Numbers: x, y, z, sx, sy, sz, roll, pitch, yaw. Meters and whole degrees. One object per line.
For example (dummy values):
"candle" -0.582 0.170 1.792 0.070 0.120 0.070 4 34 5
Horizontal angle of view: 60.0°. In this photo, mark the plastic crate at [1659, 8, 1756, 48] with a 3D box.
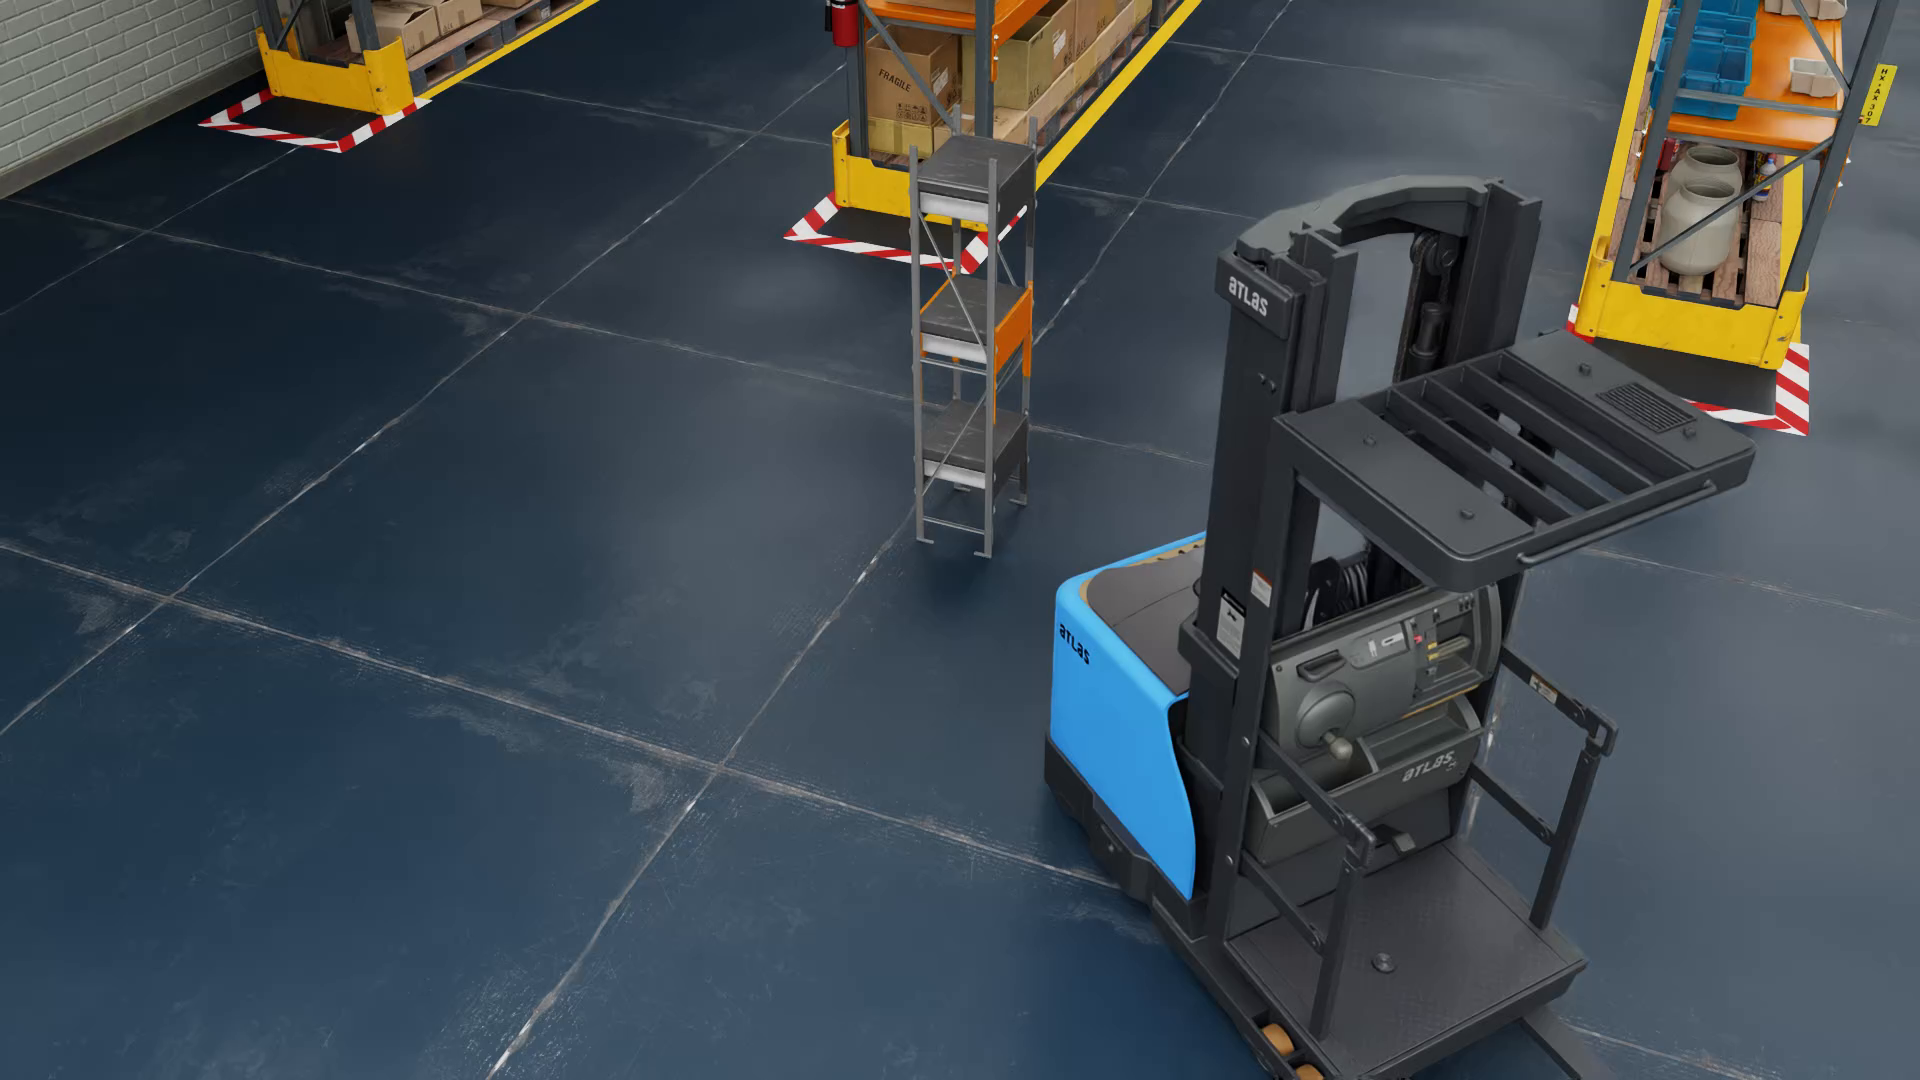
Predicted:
"plastic crate" 4.481 -3.001 9.985 0.499 0.251 0.408 14 39 18

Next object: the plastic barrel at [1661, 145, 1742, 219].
"plastic barrel" 4.685 -2.188 10.500 0.421 0.512 0.421 0 37 0

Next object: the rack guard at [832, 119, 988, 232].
"rack guard" -0.274 -2.473 11.242 1.175 0.500 0.348 14 39 18

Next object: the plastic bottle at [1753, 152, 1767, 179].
"plastic bottle" 5.423 -2.563 11.186 0.097 0.271 0.097 0 37 0

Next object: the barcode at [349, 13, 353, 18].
"barcode" -4.864 -4.180 13.309 0.001 0.075 0.075 14 39 18

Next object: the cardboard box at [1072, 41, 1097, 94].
"cardboard box" 0.718 -3.630 12.649 0.500 0.250 0.500 14 39 18

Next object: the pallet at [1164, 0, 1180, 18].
"pallet" 1.502 -5.002 14.867 1.003 0.211 1.213 14 39 18

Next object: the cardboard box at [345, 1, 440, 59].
"cardboard box" -4.501 -4.075 13.177 0.500 0.311 0.500 10 38 13

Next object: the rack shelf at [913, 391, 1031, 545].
"rack shelf" 0.063 -0.361 8.273 0.431 0.518 0.480 14 39 18

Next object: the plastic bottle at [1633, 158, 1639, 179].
"plastic bottle" 4.608 -2.529 11.199 0.097 0.201 0.097 0 37 0

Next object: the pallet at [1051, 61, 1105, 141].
"pallet" 0.453 -3.476 12.826 1.003 0.211 1.213 14 39 18

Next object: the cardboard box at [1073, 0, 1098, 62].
"cardboard box" 0.718 -3.931 12.424 0.500 0.500 0.500 14 39 18

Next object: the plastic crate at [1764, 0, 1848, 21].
"plastic crate" 5.453 -3.509 10.761 0.530 0.136 0.437 14 39 18

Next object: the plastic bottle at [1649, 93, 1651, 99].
"plastic bottle" 5.212 -3.395 12.296 0.152 0.276 0.135 15 39 19

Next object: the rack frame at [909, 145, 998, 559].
"rack frame" -0.030 -0.798 7.665 0.400 2.100 0.015 14 39 18

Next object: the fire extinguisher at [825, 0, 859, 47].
"fire extinguisher" -0.739 -3.497 10.589 0.296 0.674 0.183 14 39 18

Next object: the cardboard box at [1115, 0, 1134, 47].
"cardboard box" 1.084 -4.188 13.394 0.500 0.250 0.500 14 39 18

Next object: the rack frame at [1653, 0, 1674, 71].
"rack frame" 5.837 -4.571 11.962 1.000 3.000 0.127 14 39 18

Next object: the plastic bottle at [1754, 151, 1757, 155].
"plastic bottle" 5.577 -2.759 11.507 0.097 0.201 0.097 0 37 0

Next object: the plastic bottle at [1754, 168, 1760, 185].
"plastic bottle" 5.332 -2.402 11.030 0.097 0.201 0.097 0 37 0

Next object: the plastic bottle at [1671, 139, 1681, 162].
"plastic bottle" 4.905 -2.721 11.456 0.097 0.201 0.097 0 37 0

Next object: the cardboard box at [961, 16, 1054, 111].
"cardboard box" 0.334 -3.378 11.685 0.500 0.500 0.500 14 39 18

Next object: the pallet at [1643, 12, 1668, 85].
"pallet" 6.100 -3.898 13.390 1.003 0.211 1.213 14 39 18

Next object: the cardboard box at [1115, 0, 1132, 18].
"cardboard box" 1.082 -4.488 13.170 0.500 0.500 0.500 14 39 18

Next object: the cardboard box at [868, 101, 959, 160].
"cardboard box" -0.334 -2.918 11.696 0.500 0.250 0.500 14 39 18

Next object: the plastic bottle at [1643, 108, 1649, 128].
"plastic bottle" 4.945 -3.018 11.854 0.097 0.201 0.097 0 37 0

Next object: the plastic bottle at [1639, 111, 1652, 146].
"plastic bottle" 4.842 -2.891 11.559 0.144 0.351 0.185 15 39 20

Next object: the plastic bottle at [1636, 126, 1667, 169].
"plastic bottle" 4.729 -2.692 11.355 0.152 0.276 0.135 14 39 18

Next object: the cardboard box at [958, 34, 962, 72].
"cardboard box" 0.031 -3.776 12.218 0.500 0.500 0.500 14 39 18

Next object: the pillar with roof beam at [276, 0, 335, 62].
"pillar with roof beam" -1.399 -6.620 9.693 9.100 9.000 0.400 14 39 18

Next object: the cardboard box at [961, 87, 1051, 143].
"cardboard box" 0.332 -3.078 11.910 0.500 0.250 0.500 14 39 18

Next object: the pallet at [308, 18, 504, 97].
"pallet" -4.476 -3.980 13.501 1.003 0.211 1.213 14 39 18

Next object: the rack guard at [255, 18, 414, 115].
"rack guard" -4.818 -3.654 12.823 1.175 0.500 0.348 14 39 18

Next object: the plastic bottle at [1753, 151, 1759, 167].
"plastic bottle" 5.499 -2.645 11.355 0.097 0.201 0.097 0 37 0

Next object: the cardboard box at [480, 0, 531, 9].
"cardboard box" -3.958 -4.862 14.071 0.700 0.500 0.500 11 38 15

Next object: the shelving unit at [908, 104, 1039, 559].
"shelving unit" 0.063 -0.933 7.846 0.431 2.100 0.503 14 39 18

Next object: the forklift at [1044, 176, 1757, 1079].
"forklift" 1.498 0.483 5.257 1.130 2.935 3.031 -18 40 -23

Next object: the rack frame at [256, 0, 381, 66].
"rack frame" -4.847 -4.614 12.018 1.000 3.000 0.127 14 39 18

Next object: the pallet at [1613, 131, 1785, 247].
"pallet" 5.080 -2.414 11.405 1.003 0.211 1.213 14 39 18

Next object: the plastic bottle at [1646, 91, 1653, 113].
"plastic bottle" 5.074 -3.230 12.012 0.144 0.351 0.185 12 38 16

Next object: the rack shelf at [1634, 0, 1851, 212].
"rack shelf" 5.076 -3.176 10.696 1.077 0.370 4.000 14 39 18
